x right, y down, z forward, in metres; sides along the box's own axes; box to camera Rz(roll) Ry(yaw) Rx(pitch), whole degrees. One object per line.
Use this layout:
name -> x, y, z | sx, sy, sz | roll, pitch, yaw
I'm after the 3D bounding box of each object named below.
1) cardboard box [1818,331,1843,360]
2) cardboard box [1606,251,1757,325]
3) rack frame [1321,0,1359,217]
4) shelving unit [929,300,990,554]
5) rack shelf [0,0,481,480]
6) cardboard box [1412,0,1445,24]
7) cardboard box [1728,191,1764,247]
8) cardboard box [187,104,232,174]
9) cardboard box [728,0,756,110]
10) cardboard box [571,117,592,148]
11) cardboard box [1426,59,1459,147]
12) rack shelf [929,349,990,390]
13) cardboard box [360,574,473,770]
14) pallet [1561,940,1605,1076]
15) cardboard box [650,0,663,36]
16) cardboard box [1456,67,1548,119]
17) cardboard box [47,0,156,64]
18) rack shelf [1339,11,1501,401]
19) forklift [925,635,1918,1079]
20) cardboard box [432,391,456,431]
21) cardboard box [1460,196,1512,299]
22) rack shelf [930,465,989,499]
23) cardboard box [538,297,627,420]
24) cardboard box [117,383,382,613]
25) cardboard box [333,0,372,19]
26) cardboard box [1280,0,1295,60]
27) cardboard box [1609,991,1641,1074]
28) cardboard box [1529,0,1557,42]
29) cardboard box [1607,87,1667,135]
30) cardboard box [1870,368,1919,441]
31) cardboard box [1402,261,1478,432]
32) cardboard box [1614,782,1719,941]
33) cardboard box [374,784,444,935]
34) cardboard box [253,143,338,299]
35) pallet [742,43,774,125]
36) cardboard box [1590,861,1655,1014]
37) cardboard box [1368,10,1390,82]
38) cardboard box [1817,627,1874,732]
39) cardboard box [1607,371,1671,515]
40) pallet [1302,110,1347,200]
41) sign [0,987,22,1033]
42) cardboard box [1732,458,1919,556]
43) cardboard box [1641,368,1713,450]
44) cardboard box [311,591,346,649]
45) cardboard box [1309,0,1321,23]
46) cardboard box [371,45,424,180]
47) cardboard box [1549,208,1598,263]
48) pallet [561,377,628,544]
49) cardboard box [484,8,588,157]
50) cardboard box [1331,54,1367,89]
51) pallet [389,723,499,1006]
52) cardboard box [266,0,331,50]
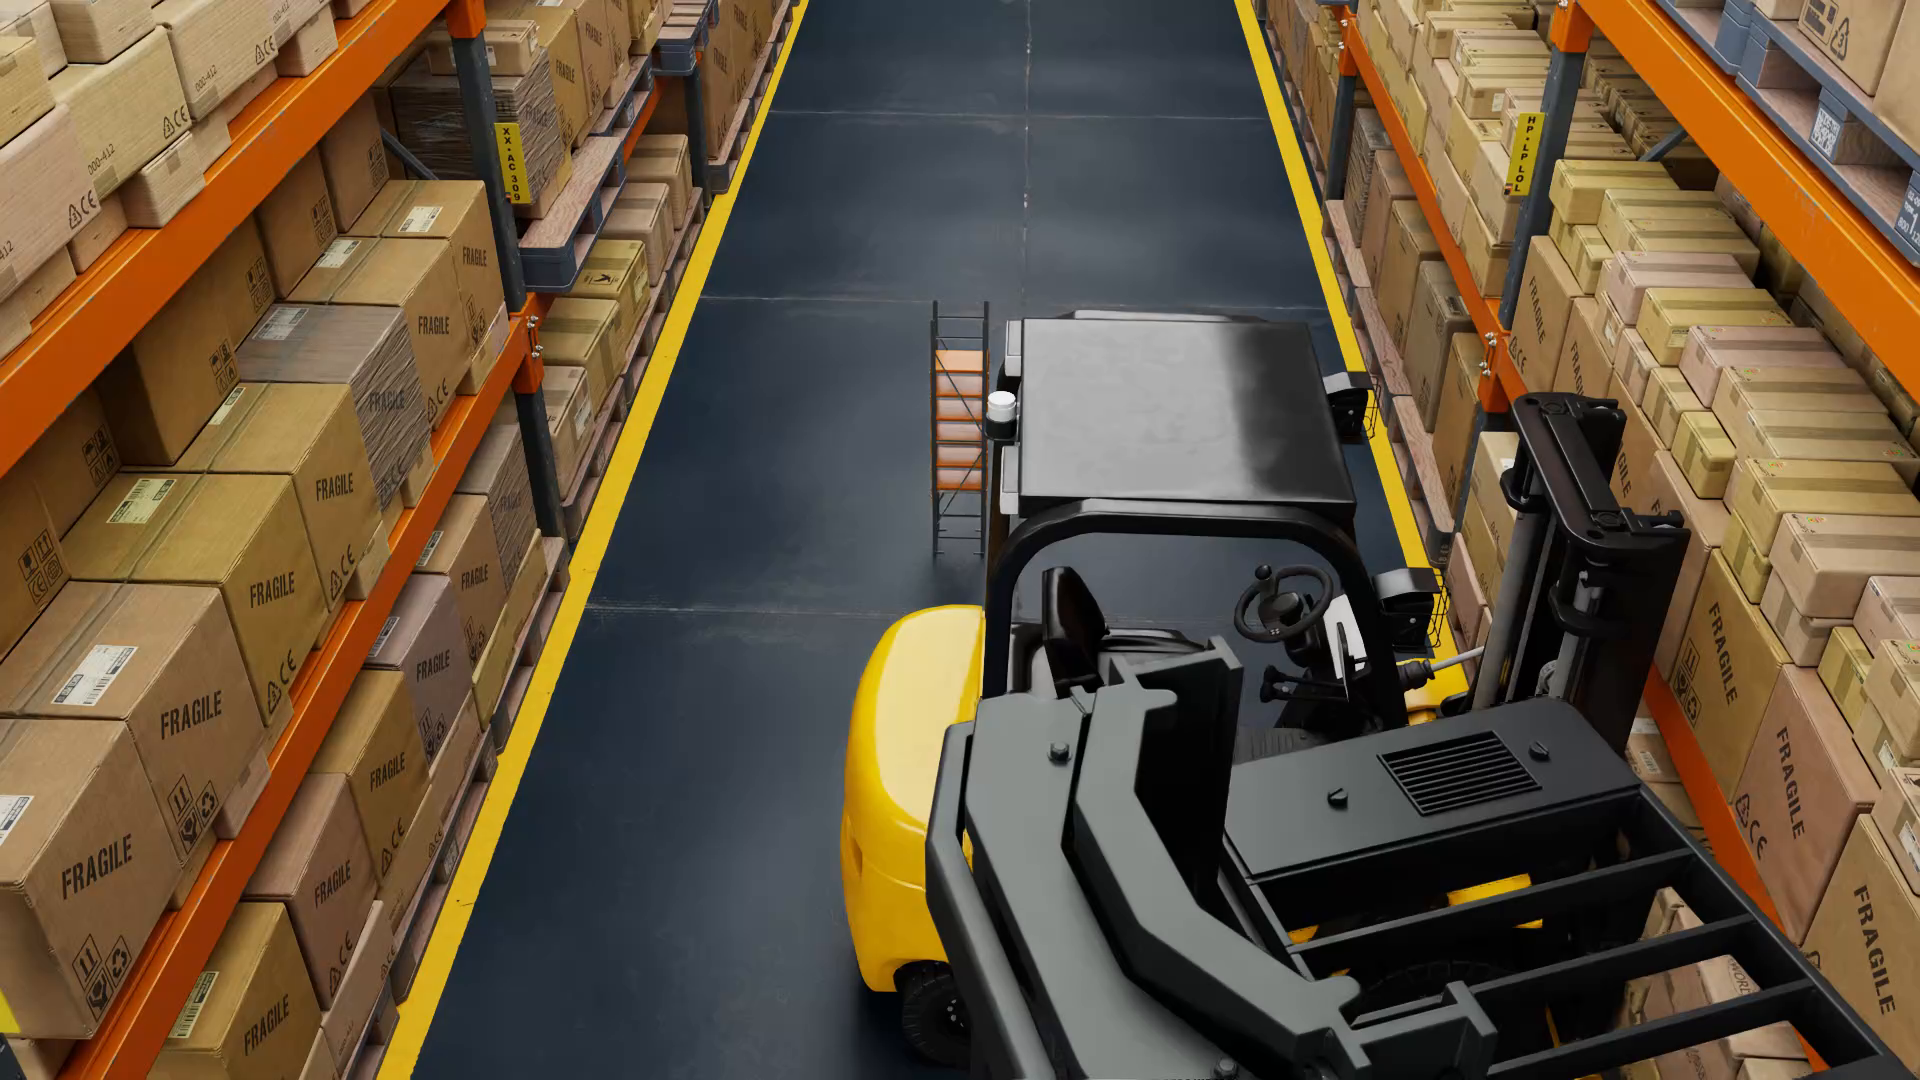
cardboard box -> 2.848, -0.534, 5.250 | 0.380, 0.149, 0.250 | 2, 35, 3
cardboard box -> 2.330, -0.813, 5.388 | 0.380, 0.149, 0.250 | 2, 35, 3
rack frame -> 2.834, -3.304, 9.842 | 1.000, 3.000, 0.127 | 1, 35, 2
shelving unit -> -0.001, -0.483, 7.393 | 0.258, 1.200, 0.189 | 1, 35, 2
rack shelf -> -2.367, -0.902, 4.441 | 1.077, 0.370, 4.000 | 1, 35, 2
cardboard box -> 2.486, -2.692, 8.320 | 0.380, 0.149, 0.250 | 2, 35, 3
cardboard box -> 2.911, -1.100, 5.796 | 0.380, 0.149, 0.250 | 0, 35, 1
cardboard box -> -2.091, -1.022, 4.206 | 0.380, 0.149, 0.250 | 0, 35, 1
cardboard box -> -1.975, -3.626, 11.783 | 0.875, 0.875, 0.875 | 2, 35, 2
cardboard box -> -1.943, -1.952, 7.772 | 0.380, 0.149, 0.250 | 2, 35, 3
cardboard box -> 2.477, -2.026, 7.720 | 0.500, 0.250, 0.500 | 2, 35, 3
rack shelf -> -0.001, -0.741, 7.212 | 0.258, 0.103, 0.180 | 1, 35, 2
cardboard box -> -2.080, 0.460, 5.861 | 0.500, 0.500, 0.500 | 3, 35, 4
pallet -> 2.553, 1.294, 5.725 | 1.003, 0.211, 1.213 | 1, 35, 2
cardboard box -> -1.826, -2.845, 9.043 | 0.380, 0.149, 0.250 | 0, 35, 0
cardboard box -> 2.398, -1.955, 7.272 | 0.380, 0.149, 0.250 | 0, 35, 0
cardboard box -> -2.072, -1.193, 3.755 | 0.380, 0.149, 0.250 | 2, 35, 3
rack shelf -> 2.754, -1.860, 8.414 | 1.077, 0.370, 4.000 | 1, 35, 2
forklift -> 0.812, 1.490, 3.081 | 3.031, 2.935, 1.130 | -10, 36, -14
cardboard box -> -2.086, -0.532, 6.117 | 0.380, 0.149, 0.250 | 2, 35, 2
cardboard box -> 2.432, -1.240, 7.036 | 0.500, 0.250, 0.500 | 2, 35, 3
rack shelf -> -0.001, -0.250, 7.557 | 0.258, 0.103, 0.180 | 1, 35, 2
cardboard box -> -2.242, -0.929, 8.384 | 0.950, 0.372, 0.625 | 3, 35, 5
cardboard box -> -2.102, -0.131, 4.982 | 0.500, 0.500, 0.500 | 1, 35, 1
cardboard box -> -2.079, -1.763, 5.260 | 0.380, 0.149, 0.250 | 2, 35, 2
cardboard box -> 2.714, -3.885, 12.478 | 0.500, 0.500, 0.500 | 0, 35, 0
cardboard box -> 2.274, 1.396, 5.181 | 0.500, 0.250, 0.500 | 2, 35, 2
cardboard box -> 2.981, -2.536, 8.098 | 0.380, 0.149, 0.250 | 2, 35, 3
cardboard box -> 2.976, -1.805, 7.059 | 0.380, 0.149, 0.250 | 1, 35, 2
cardboard box -> 2.837, -0.363, 4.748 | 0.380, 0.149, 0.250 | 2, 35, 3
cardboard box -> 2.722, -0.951, 8.195 | 0.875, 0.625, 0.625 | 1, 35, 1
cardboard box -> 2.245, 0.981, 4.901 | 0.500, 0.250, 0.500 | 2, 35, 2
cardboard box -> -2.101, 1.069, 5.646 | 0.500, 0.250, 0.500 | 4, 35, 5
cardboard box -> -2.563, -1.149, 5.561 | 0.700, 0.500, 0.500 | 2, 35, 2
pallet -> -1.967, -3.426, 12.441 | 1.003, 0.211, 1.213 | 1, 35, 2
cardboard box -> 2.251, 1.169, 5.069 | 0.500, 0.250, 0.500 | 1, 35, 1
cardboard box -> 2.547, -2.704, 9.119 | 0.500, 0.250, 0.500 | 1, 35, 1
cardboard box -> 2.320, 0.343, 4.002 | 0.380, 0.149, 0.250 | 1, 35, 2
cardboard box -> 2.371, -0.207, 5.349 | 0.500, 0.500, 0.500 | 1, 35, 1
pallet -> 2.902, -2.591, 11.253 | 1.003, 0.211, 1.213 | 1, 35, 2
sign -> -1.905, 0.838, 3.195 | 0.100, 0.325, 0.005 | 1, 35, 2
cardboard box -> 2.268, -0.082, 4.348 | 0.380, 0.149, 0.250 | 2, 35, 3
cardboard box -> 2.318, -0.400, 5.059 | 0.380, 0.149, 0.250 | 0, 35, 0
cardboard box -> -2.115, 0.198, 5.077 | 0.380, 0.149, 0.250 | 0, 35, 1
cardboard box -> 2.682, -3.769, 11.749 | 0.380, 0.149, 0.250 | 0, 35, 0
cardboard box -> -2.497, -1.723, 6.882 | 0.500, 0.500, 0.500 | 1, 35, 1
cardboard box -> 2.398, -1.135, 6.105 | 0.380, 0.149, 0.250 | 1, 35, 1
pallet -> -2.257, -0.424, 8.170 | 1.003, 0.211, 1.213 | 1, 35, 2
cardboard box -> -1.962, -2.003, 7.280 | 0.500, 0.500, 0.500 | 1, 35, 2
cardboard box -> 2.601, -3.008, 10.665 | 0.380, 0.149, 0.250 | 0, 35, 0
pallet -> -2.324, 1.112, 5.984 | 1.003, 0.211, 1.213 | 1, 35, 2
cardboard box -> -2.089, -1.563, 4.628 | 0.500, 0.250, 0.500 | 1, 35, 1
